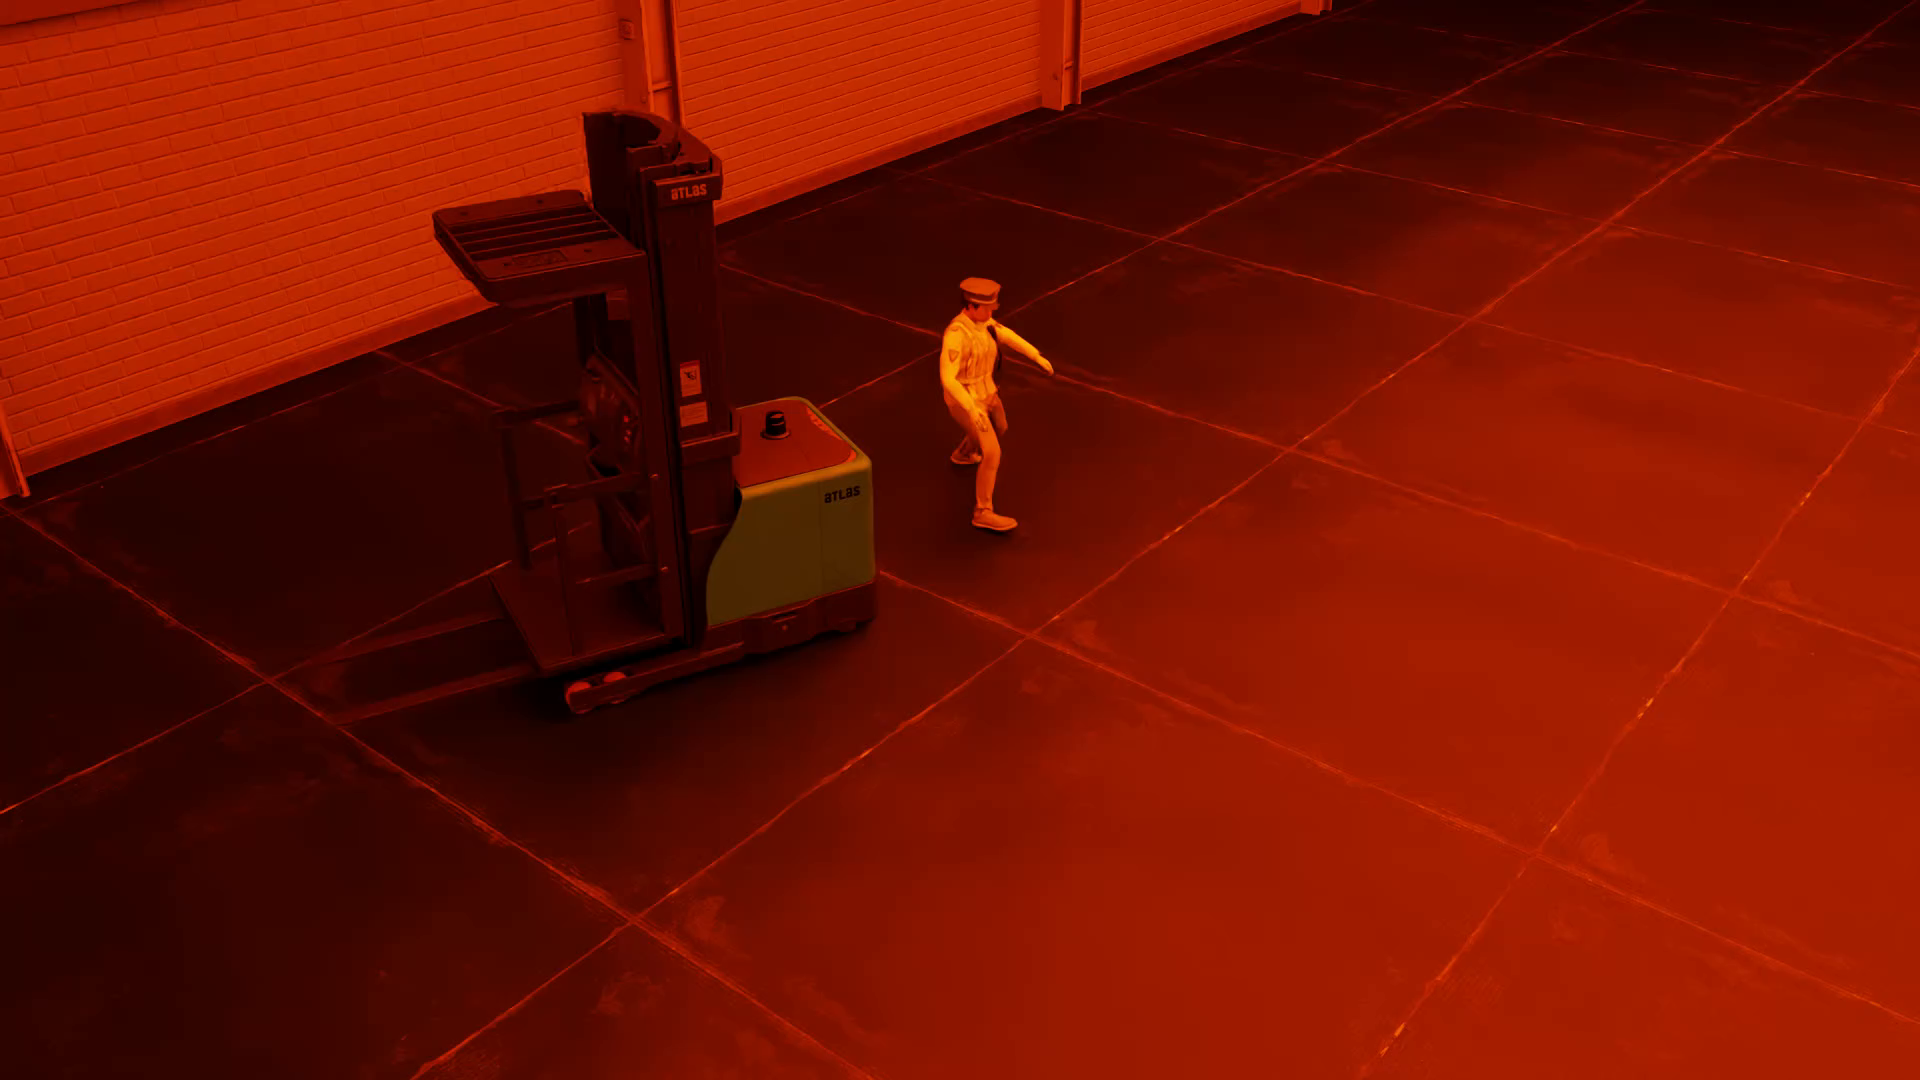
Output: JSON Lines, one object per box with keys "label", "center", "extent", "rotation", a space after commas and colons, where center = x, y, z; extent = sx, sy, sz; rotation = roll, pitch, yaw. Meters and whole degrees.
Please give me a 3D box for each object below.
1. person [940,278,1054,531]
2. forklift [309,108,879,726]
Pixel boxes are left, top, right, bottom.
{"label": "person", "center": [0.170, -0.931, 10.659], "extent": [0.865, 1.531, 0.927], "rotation": [17, 34, 27]}
{"label": "forklift", "center": [-2.015, -0.642, 8.693], "extent": [3.031, 2.935, 1.130], "rotation": [-15, 34, -24]}
